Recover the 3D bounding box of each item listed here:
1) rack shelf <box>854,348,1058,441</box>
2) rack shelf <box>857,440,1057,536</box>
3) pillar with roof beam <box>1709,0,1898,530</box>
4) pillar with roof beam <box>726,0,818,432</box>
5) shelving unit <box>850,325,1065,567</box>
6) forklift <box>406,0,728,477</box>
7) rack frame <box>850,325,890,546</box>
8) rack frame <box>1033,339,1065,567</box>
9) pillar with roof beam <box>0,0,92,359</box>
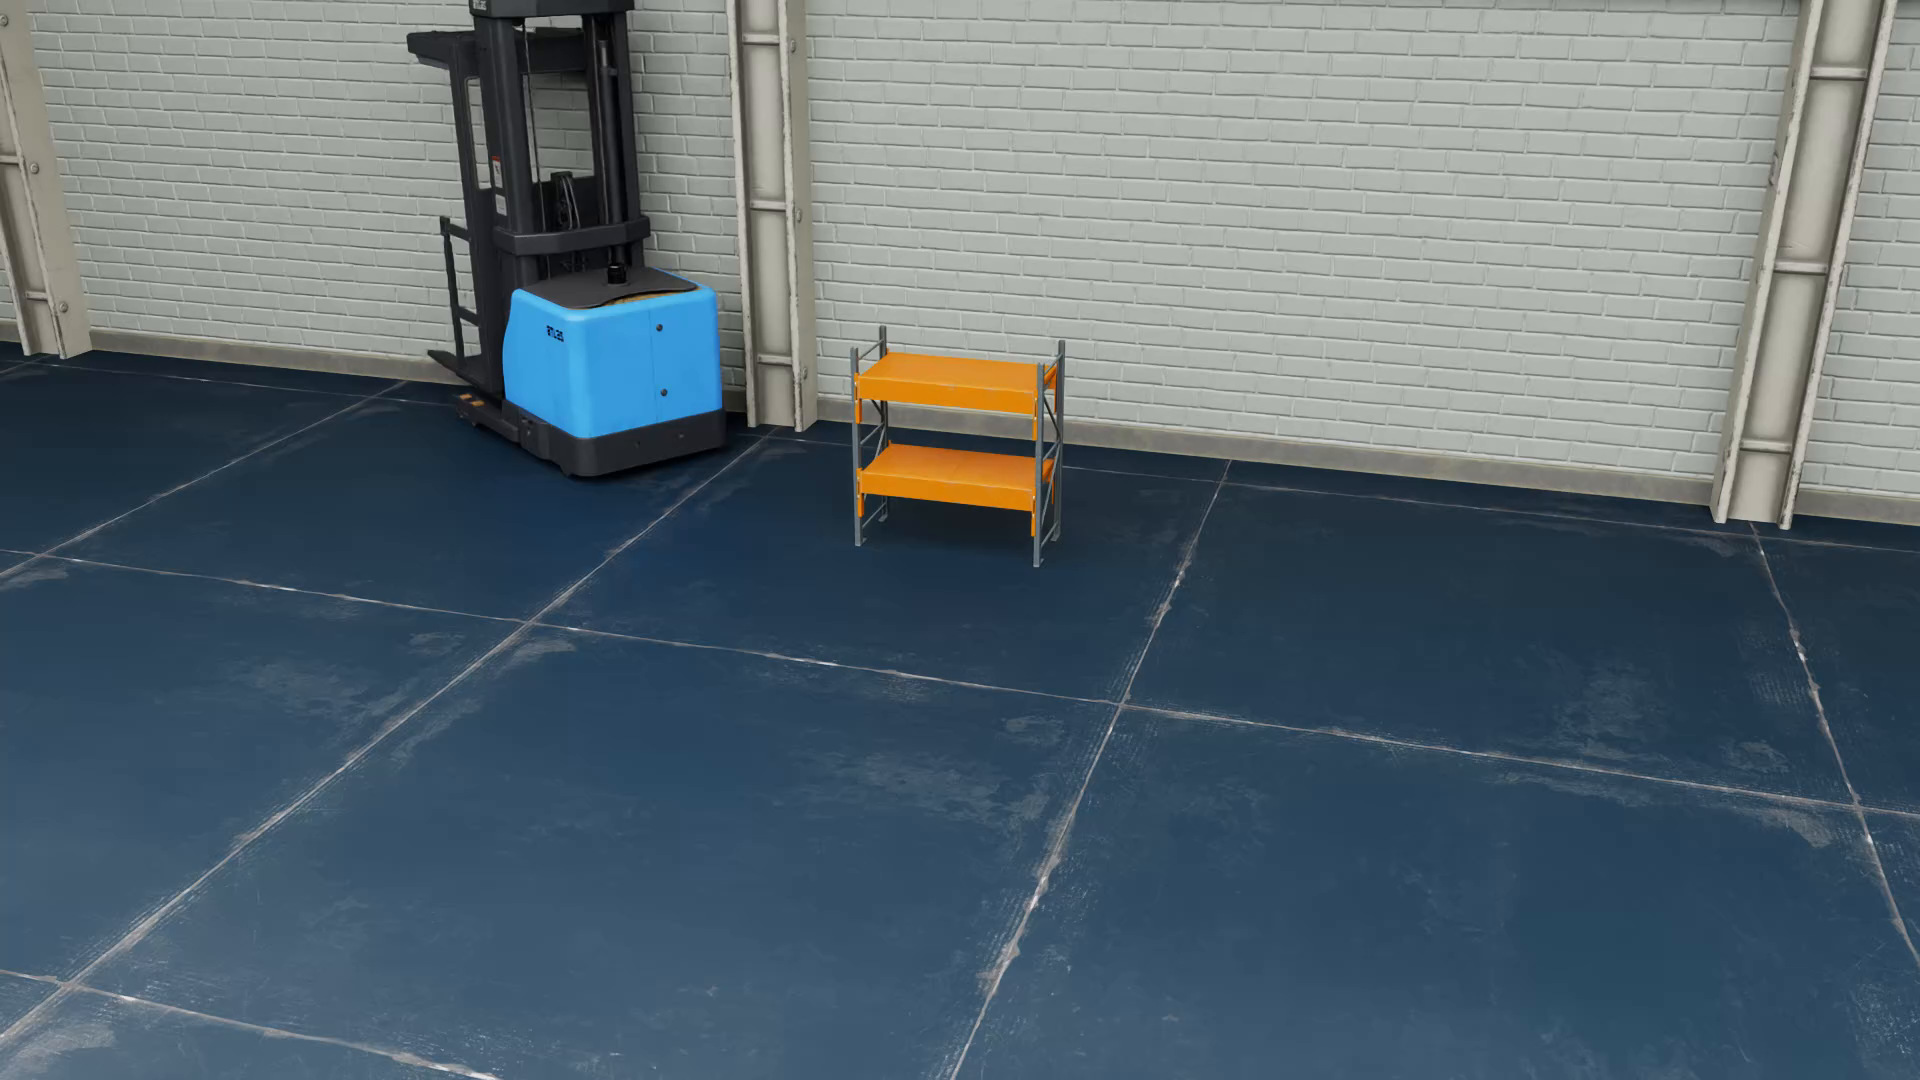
[{"bbox_3d":[-0.006,-0.792,8.947,1.000,0.278,0.538,7,23,16],"label":"rack shelf"},{"bbox_3d":[-0.006,-0.295,9.151,1.000,0.278,0.538,7,23,16],"label":"rack shelf"},{"bbox_3d":[3.311,-2.735,4.080,0.400,9.000,9.100,7,23,16],"label":"pillar with roof beam"},{"bbox_3d":[-2.433,-3.393,5.684,0.400,9.000,9.100,7,23,16],"label":"pillar with roof beam"},{"bbox_3d":[-0.006,-0.521,9.058,1.048,1.125,0.538,7,23,16],"label":"shelving unit"},{"bbox_3d":[-2.791,-2.227,10.838,1.130,2.935,3.031,-17,28,-35],"label":"forklift"},{"bbox_3d":[-0.493,-0.577,9.194,0.032,1.125,0.500,7,23,16],"label":"rack frame"},{"bbox_3d":[0.480,-0.465,8.922,0.032,1.125,0.500,7,23,16],"label":"rack frame"},{"bbox_3d":[-8.177,-4.050,7.287,0.400,9.000,9.100,7,23,16],"label":"pillar with roof beam"}]
